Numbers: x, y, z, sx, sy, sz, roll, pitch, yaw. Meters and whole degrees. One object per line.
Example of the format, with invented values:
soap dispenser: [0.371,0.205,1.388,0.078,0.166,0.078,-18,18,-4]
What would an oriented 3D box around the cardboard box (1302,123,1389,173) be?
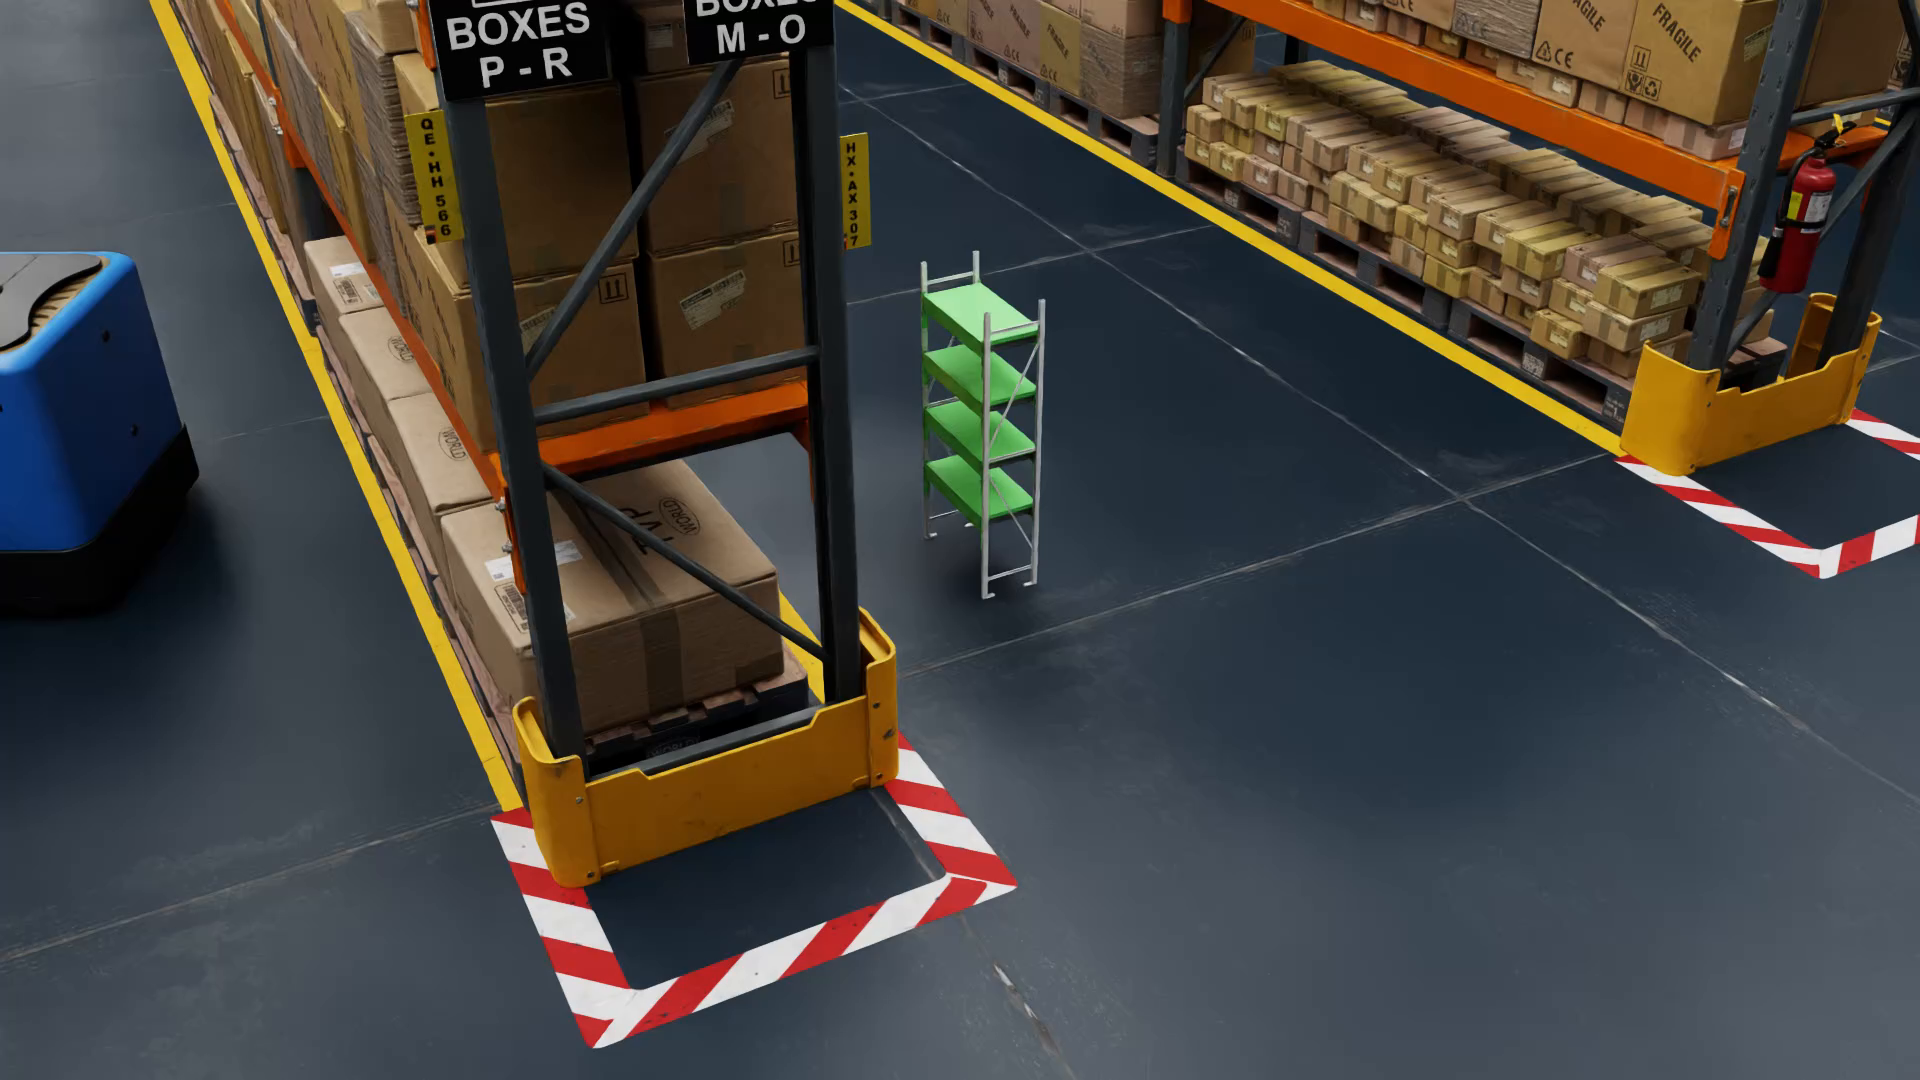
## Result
cardboard box: [2.081,-2.121,8.982,0.380,0.149,0.250,-15,36,-22]

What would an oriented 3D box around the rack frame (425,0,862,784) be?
rack frame: [-0.789,-0.424,4.631,1.000,3.000,0.127,-16,36,-23]

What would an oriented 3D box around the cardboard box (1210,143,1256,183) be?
cardboard box: [1.687,-2.221,9.690,0.380,0.149,0.250,-15,35,-22]

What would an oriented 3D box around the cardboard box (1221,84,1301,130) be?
cardboard box: [1.731,-2.490,9.558,0.380,0.149,0.250,-14,35,-21]

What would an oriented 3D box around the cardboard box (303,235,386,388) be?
cardboard box: [-2.456,-1.104,7.679,0.875,0.438,0.875,-16,36,-24]

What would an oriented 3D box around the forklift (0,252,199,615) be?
forklift: [-4.729,-1.199,5.904,3.031,2.935,1.130,0,33,-1]

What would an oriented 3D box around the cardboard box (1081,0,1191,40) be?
cardboard box: [1.107,-3.358,10.444,0.500,0.250,0.500,-17,36,-24]

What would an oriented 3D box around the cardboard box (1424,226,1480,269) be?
cardboard box: [2.548,-1.490,8.273,0.380,0.149,0.250,-15,36,-22]

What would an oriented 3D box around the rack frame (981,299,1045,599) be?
rack frame: [0.191,-0.310,6.121,0.240,1.200,0.015,-16,36,-23]

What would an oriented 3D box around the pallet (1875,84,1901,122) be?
pallet: [6.398,-3.269,11.656,1.003,0.211,1.213,-16,36,-23]

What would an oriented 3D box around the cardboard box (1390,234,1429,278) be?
cardboard box: [2.446,-1.493,8.554,0.380,0.149,0.250,-15,36,-22]

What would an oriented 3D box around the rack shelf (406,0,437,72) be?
rack shelf: [-1.722,-2.339,5.506,1.077,0.370,4.000,-16,36,-23]

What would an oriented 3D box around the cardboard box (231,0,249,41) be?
cardboard box: [-3.323,-2.664,8.266,0.500,0.250,0.500,-16,36,-24]

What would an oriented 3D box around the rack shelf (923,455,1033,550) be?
rack shelf: [0.077,-0.170,6.467,0.258,0.148,0.480,-16,36,-23]

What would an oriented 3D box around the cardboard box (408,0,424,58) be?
cardboard box: [-1.273,-1.396,4.528,0.380,0.149,0.250,-15,36,-22]

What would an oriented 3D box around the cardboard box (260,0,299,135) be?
cardboard box: [-2.667,-2.085,7.131,0.500,0.500,0.500,-15,35,-22]

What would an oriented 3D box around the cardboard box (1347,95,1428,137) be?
cardboard box: [2.403,-2.376,9.381,0.380,0.149,0.250,-15,35,-22]

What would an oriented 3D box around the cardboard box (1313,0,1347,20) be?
cardboard box: [2.059,-2.816,8.598,0.380,0.149,0.250,-15,36,-22]

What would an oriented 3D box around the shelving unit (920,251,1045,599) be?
shelving unit: [0.077,-0.426,6.303,0.258,1.200,0.503,-16,36,-23]

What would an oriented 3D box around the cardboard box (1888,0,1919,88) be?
cardboard box: [6.769,-3.343,10.768,0.875,0.875,0.875,-16,36,-23]

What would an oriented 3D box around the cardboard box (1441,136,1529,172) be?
cardboard box: [2.766,-1.999,8.791,0.380,0.149,0.250,-16,36,-23]

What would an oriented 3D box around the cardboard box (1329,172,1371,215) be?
cardboard box: [2.199,-1.866,8.859,0.380,0.149,0.250,-16,36,-23]

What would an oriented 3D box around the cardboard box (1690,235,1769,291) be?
cardboard box: [3.599,-1.280,7.669,0.380,0.149,0.250,-18,37,-25]

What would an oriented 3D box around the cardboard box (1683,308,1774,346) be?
cardboard box: [3.582,-1.024,7.822,0.380,0.149,0.250,-15,36,-22]

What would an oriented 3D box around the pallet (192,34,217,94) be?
pallet: [-4.882,-3.441,11.925,1.003,0.211,1.213,-16,36,-23]

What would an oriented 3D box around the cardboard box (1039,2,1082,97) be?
cardboard box: [0.871,-3.285,11.025,0.500,0.500,0.500,-17,36,-24]

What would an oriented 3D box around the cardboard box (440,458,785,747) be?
cardboard box: [-1.185,0.188,5.661,0.875,0.438,0.875,-17,36,-25]

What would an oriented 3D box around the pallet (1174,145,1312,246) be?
pallet: [2.022,-2.140,9.895,1.003,0.211,1.213,-16,36,-23]

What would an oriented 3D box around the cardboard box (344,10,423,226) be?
cardboard box: [-1.494,-1.299,4.978,0.500,0.500,0.500,-16,36,-23]

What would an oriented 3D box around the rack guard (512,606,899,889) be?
rack guard: [-0.778,0.640,5.288,1.175,0.500,0.348,-16,36,-23]

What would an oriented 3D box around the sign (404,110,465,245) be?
sign: [-1.276,-0.881,4.052,0.100,0.325,0.005,-16,36,-23]

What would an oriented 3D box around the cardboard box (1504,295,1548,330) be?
cardboard box: [2.857,-1.137,7.998,0.380,0.149,0.250,-16,36,-23]

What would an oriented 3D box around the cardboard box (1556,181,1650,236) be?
cardboard box: [3.171,-1.631,8.217,0.380,0.149,0.250,-18,37,-25]

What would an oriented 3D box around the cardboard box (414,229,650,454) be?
cardboard box: [-1.248,-0.630,4.860,0.500,0.500,0.500,-16,36,-23]

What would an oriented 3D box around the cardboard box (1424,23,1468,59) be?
cardboard box: [2.480,-2.455,8.035,0.380,0.149,0.250,-15,36,-22]

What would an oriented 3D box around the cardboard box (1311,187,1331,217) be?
cardboard box: [2.168,-1.887,9.169,0.380,0.149,0.250,-17,37,-25]

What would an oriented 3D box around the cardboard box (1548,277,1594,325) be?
cardboard box: [2.970,-1.137,7.722,0.380,0.149,0.250,-17,36,-24]

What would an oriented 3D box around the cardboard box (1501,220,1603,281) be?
cardboard box: [2.772,-1.359,7.793,0.380,0.149,0.250,-17,36,-24]

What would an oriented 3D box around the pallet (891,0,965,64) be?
pallet: [0.176,-3.988,12.778,1.003,0.211,1.213,-16,36,-23]

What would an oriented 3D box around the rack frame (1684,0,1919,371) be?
rack frame: [3.543,-1.717,6.650,1.000,3.000,0.127,-16,36,-23]

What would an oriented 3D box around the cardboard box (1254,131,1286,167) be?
cardboard box: [1.907,-2.269,9.489,0.380,0.149,0.250,-16,36,-23]

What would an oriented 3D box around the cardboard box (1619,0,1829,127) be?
cardboard box: [3.106,-2.034,6.776,0.500,0.500,0.500,-15,36,-22]

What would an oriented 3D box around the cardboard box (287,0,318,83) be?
cardboard box: [-2.187,-2.018,6.099,0.500,0.500,0.500,-15,36,-22]

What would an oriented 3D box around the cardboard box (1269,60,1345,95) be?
cardboard box: [2.074,-2.749,9.962,0.380,0.149,0.250,-15,36,-22]

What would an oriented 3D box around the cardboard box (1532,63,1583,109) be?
cardboard box: [2.788,-2.056,7.411,0.380,0.149,0.250,-15,36,-22]

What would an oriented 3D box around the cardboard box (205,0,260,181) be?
cardboard box: [-3.858,-2.747,9.837,0.875,0.875,0.875,-15,36,-23]

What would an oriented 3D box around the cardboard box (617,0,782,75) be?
cardboard box: [-0.710,-1.399,4.533,0.380,0.149,0.250,-15,36,-22]

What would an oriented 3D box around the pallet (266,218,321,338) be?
pallet: [-3.080,-1.508,8.908,1.003,0.211,1.213,-16,36,-23]

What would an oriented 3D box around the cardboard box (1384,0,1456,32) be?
cardboard box: [2.402,-2.762,7.911,0.500,0.500,0.500,-14,35,-21]

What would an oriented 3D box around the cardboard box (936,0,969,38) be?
cardboard box: [0.155,-4.019,12.170,0.500,0.500,0.500,-15,36,-23]

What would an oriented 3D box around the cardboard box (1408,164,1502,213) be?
cardboard box: [2.508,-1.766,8.429,0.380,0.149,0.250,-17,36,-25]

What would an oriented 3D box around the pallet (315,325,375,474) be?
pallet: [-2.369,-0.776,7.766,1.003,0.211,1.213,-16,36,-23]

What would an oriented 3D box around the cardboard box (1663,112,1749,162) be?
cardboard box: [3.141,-1.696,6.849,0.380,0.149,0.250,-16,36,-23]

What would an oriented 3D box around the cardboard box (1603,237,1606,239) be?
cardboard box: [3.256,-1.373,8.090,0.380,0.149,0.250,-15,36,-23]

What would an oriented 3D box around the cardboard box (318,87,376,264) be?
cardboard box: [-1.970,-1.359,5.998,0.500,0.500,0.500,-15,35,-22]

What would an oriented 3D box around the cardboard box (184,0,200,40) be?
cardboard box: [-5.125,-3.934,12.157,0.950,0.372,0.625,-17,36,-24]
